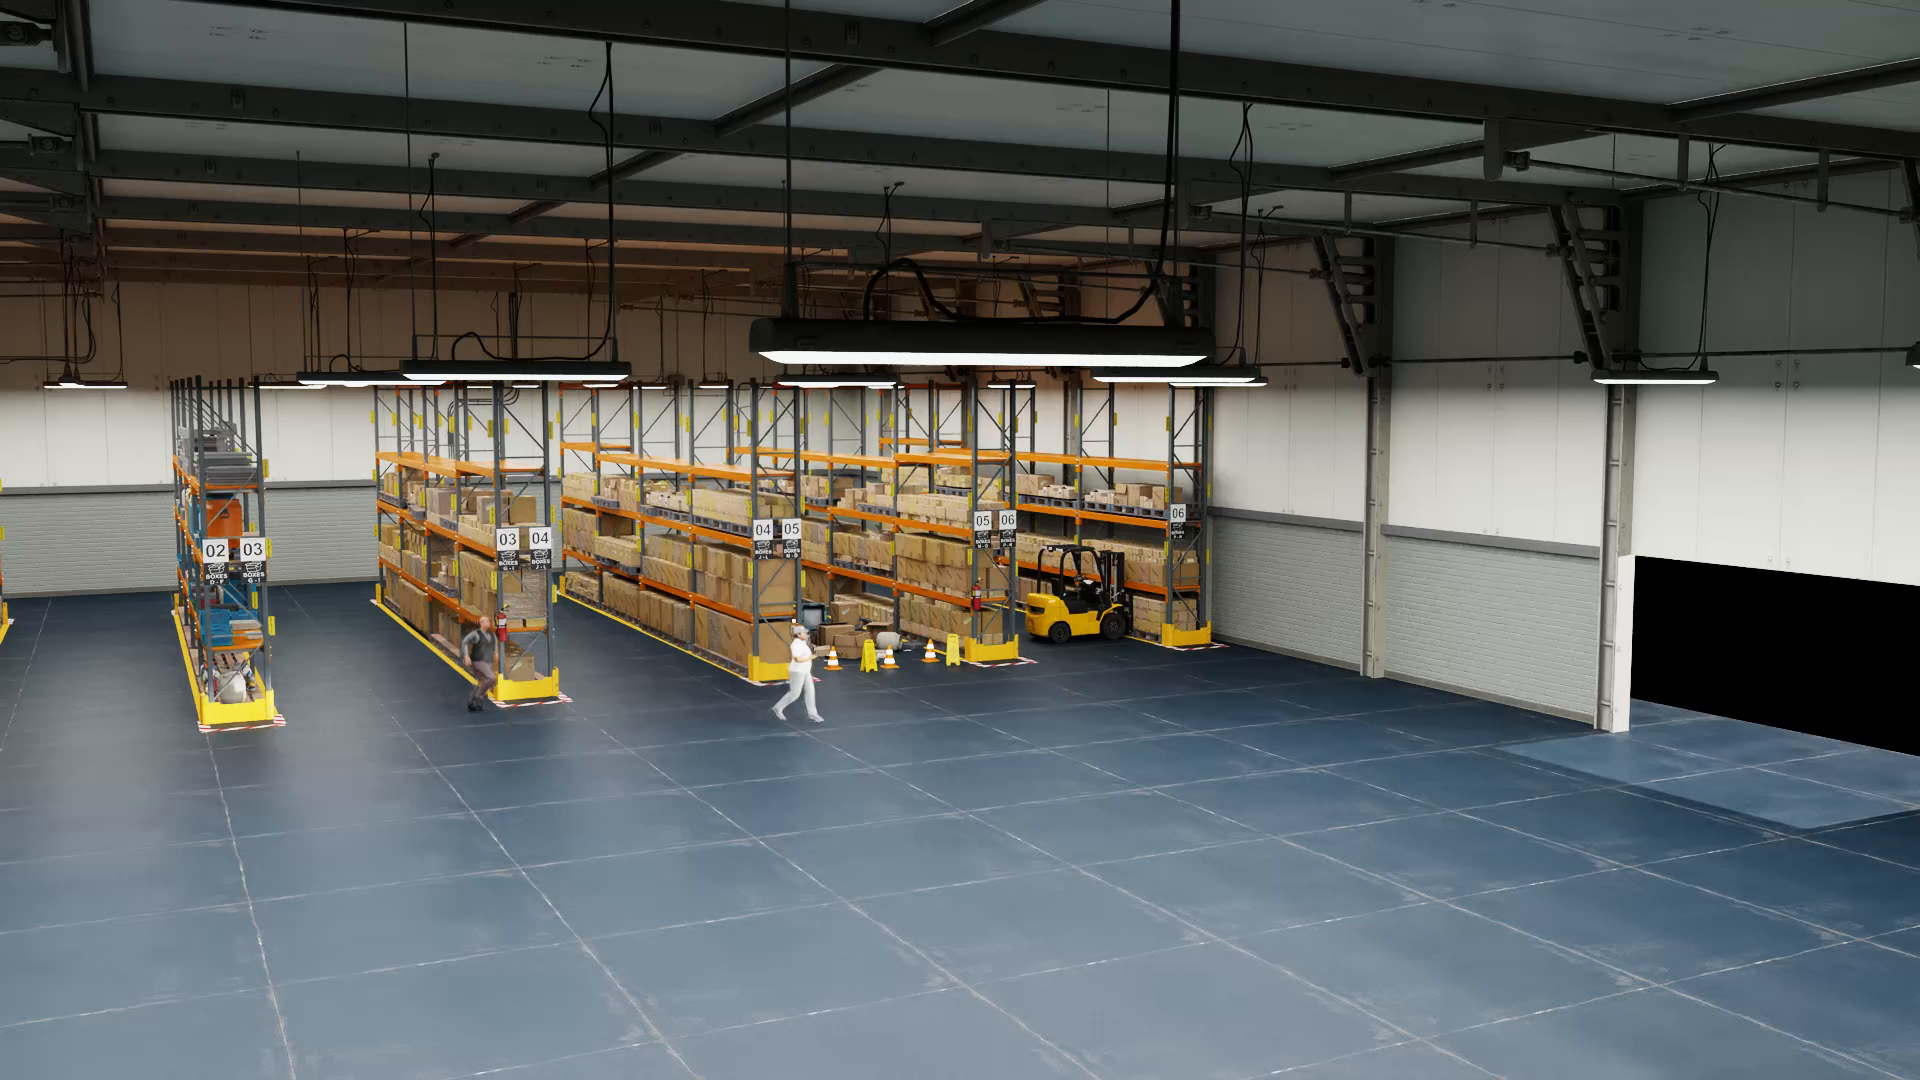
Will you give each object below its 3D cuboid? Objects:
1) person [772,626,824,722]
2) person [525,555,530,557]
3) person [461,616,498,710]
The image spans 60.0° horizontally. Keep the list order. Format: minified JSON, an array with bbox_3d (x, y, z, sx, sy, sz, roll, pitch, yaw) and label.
[{"bbox_3d":[-2.804,2.314,28.790,0.903,1.673,0.632,1,5,9],"label":"person"},{"bbox_3d":[-11.978,0.804,45.694,0.720,1.702,0.610,-2,5,-19],"label":"person"},{"bbox_3d":[-8.551,2.217,29.974,0.640,1.649,0.651,3,6,27],"label":"person"}]
